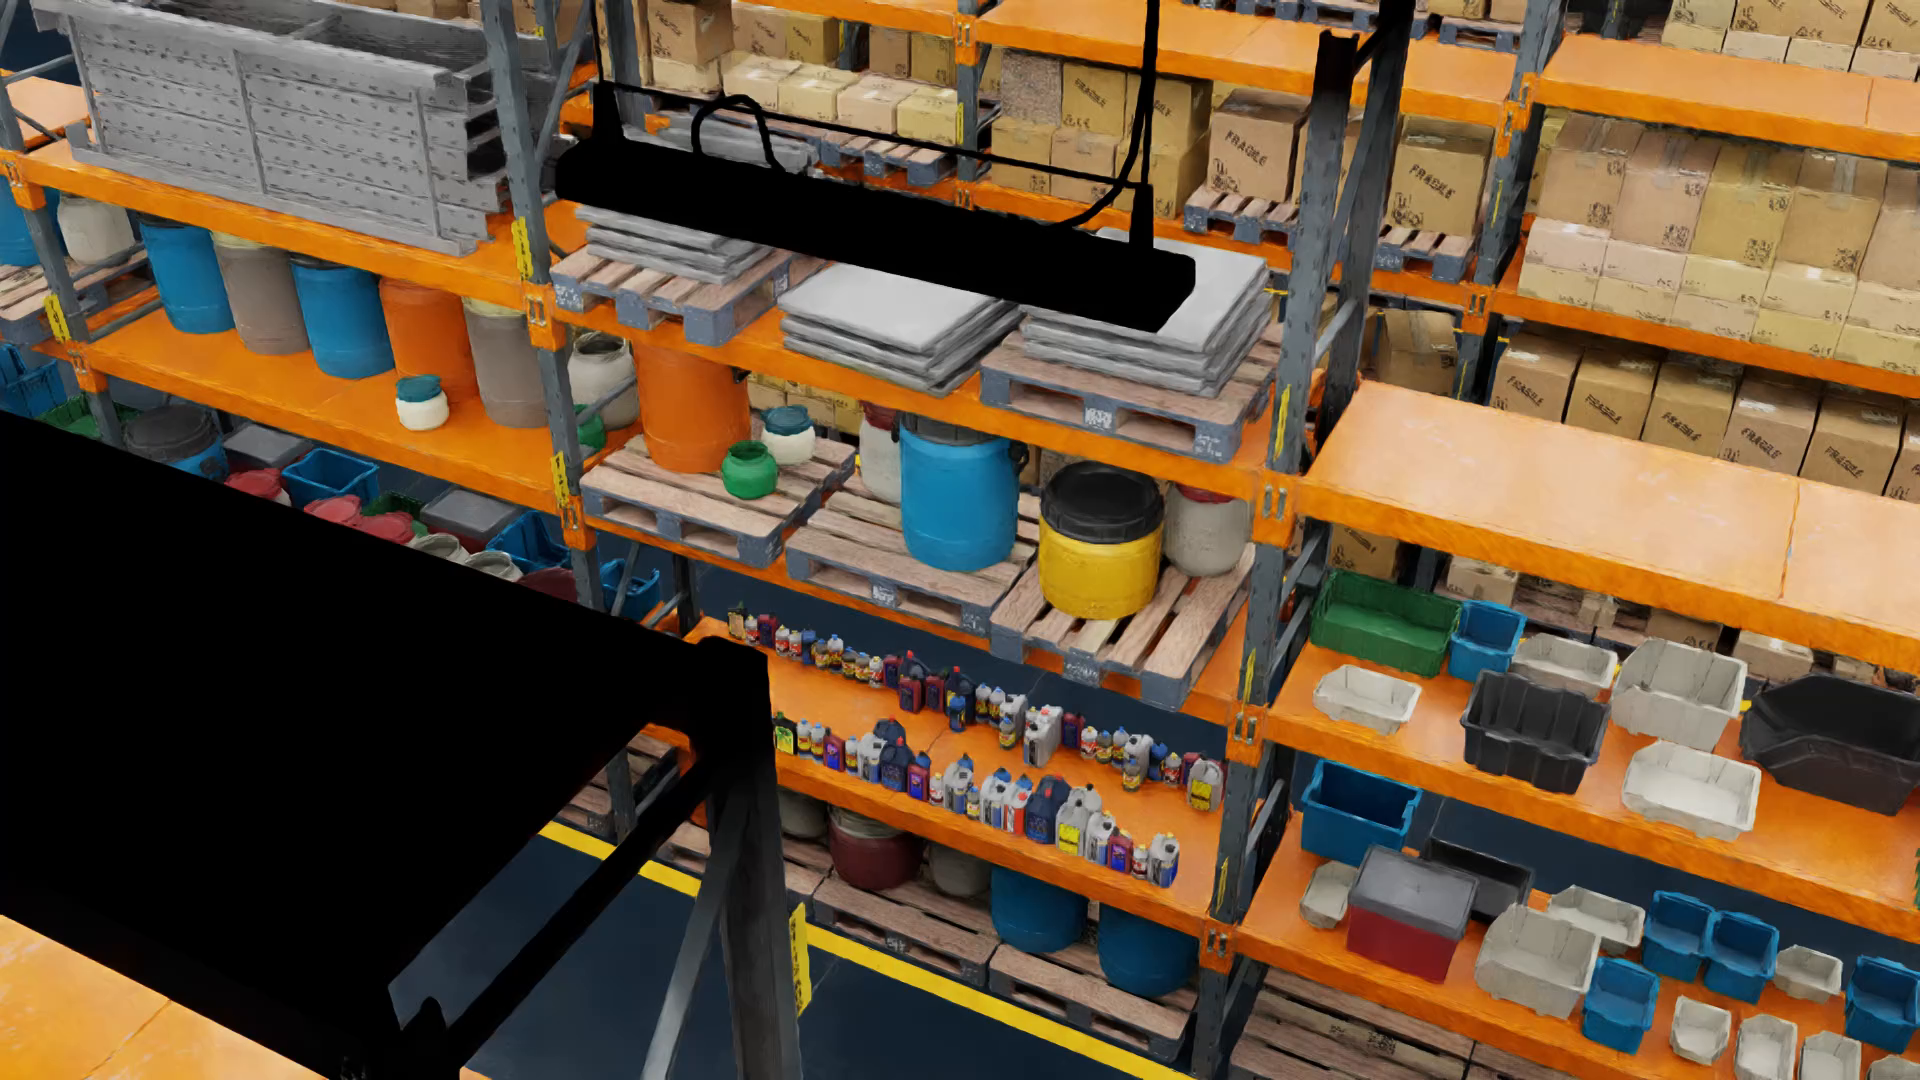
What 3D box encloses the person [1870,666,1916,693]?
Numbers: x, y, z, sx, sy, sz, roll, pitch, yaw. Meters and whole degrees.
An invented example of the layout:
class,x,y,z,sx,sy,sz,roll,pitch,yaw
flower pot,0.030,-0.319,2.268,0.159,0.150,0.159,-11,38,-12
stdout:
class,x,y,z,sx,sy,sz,roll,pitch,yaw
person,5.809,1.426,10.466,0.517,1.596,0.625,14,38,20
